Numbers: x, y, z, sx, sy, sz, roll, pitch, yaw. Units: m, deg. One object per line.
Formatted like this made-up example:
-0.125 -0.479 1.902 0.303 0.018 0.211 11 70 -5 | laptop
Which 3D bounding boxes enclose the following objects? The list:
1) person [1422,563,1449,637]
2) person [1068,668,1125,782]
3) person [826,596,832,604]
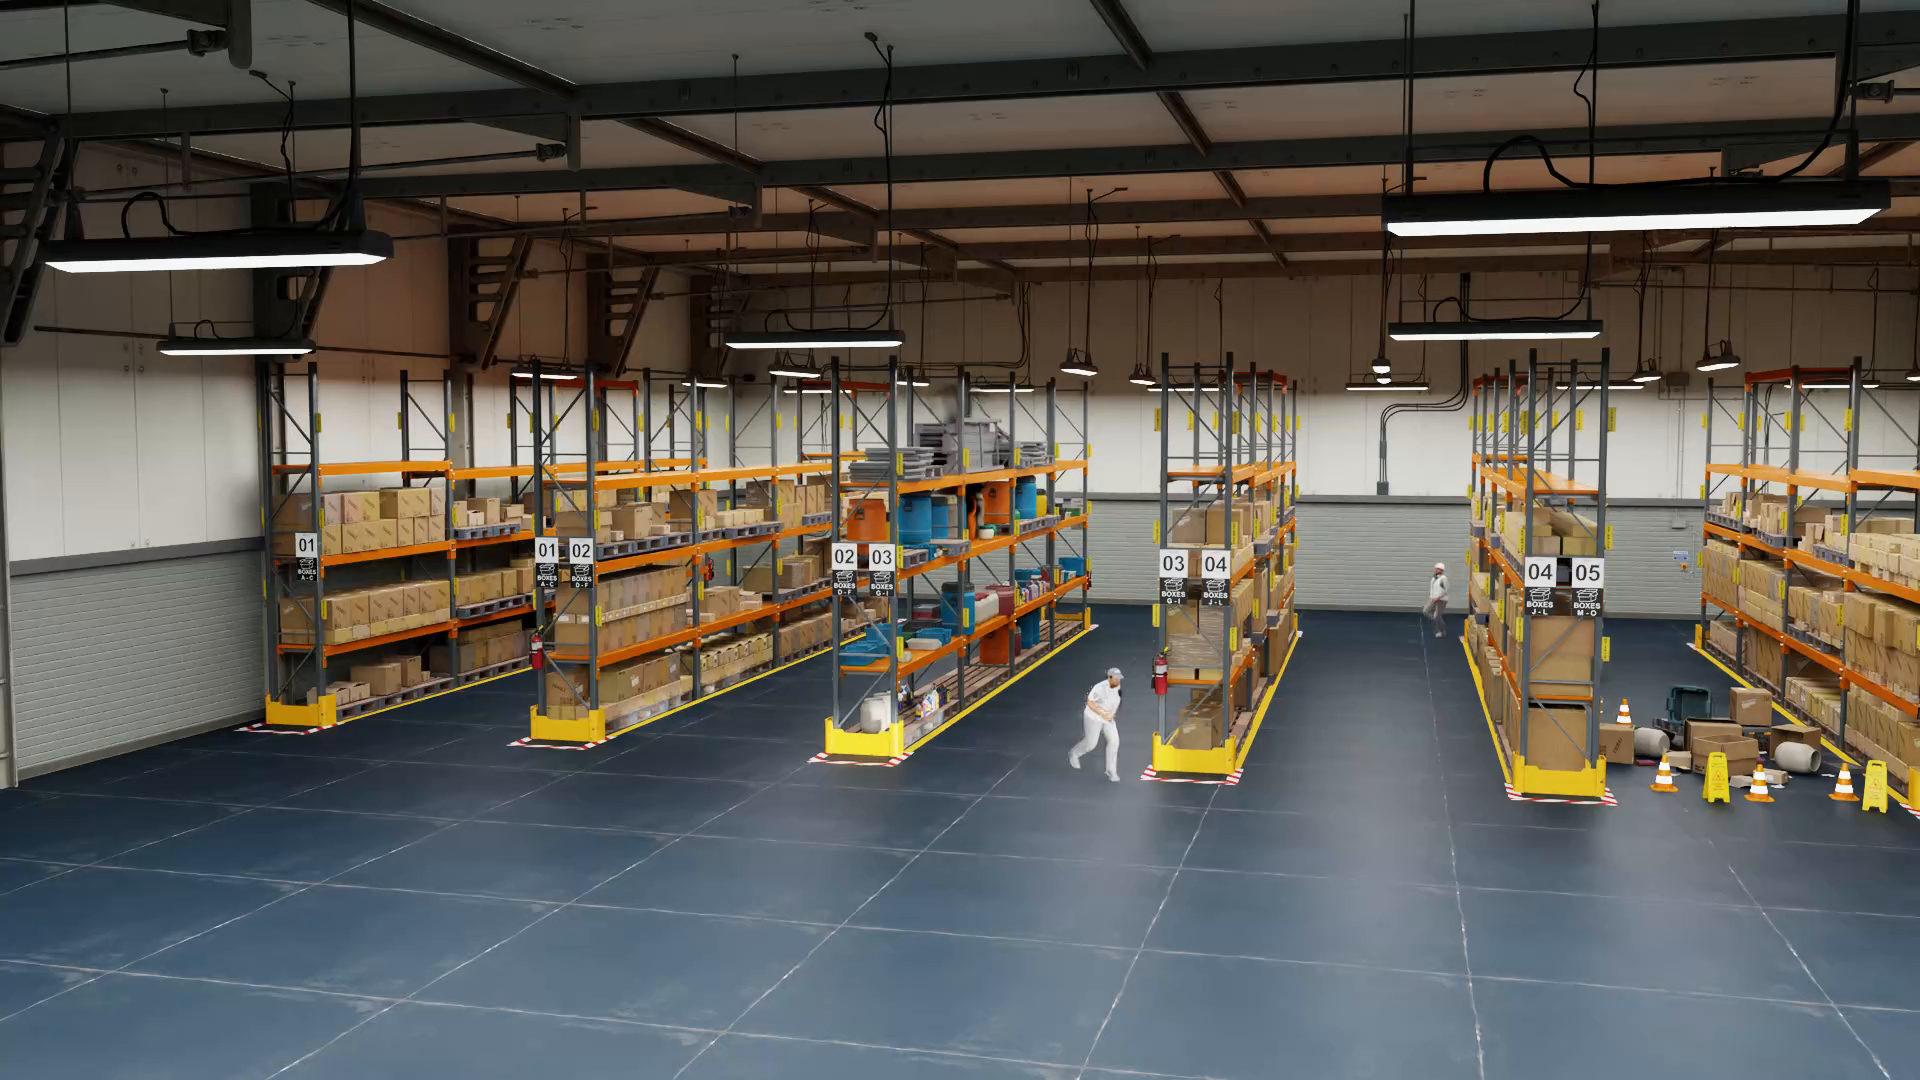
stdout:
11.147 1.398 38.938 0.553 1.739 0.682 -1 4 -17 | person
1.944 2.579 23.552 0.640 1.627 1.028 -4 6 -44 | person
-3.334 1.148 43.897 0.608 1.568 0.565 3 5 40 | person
